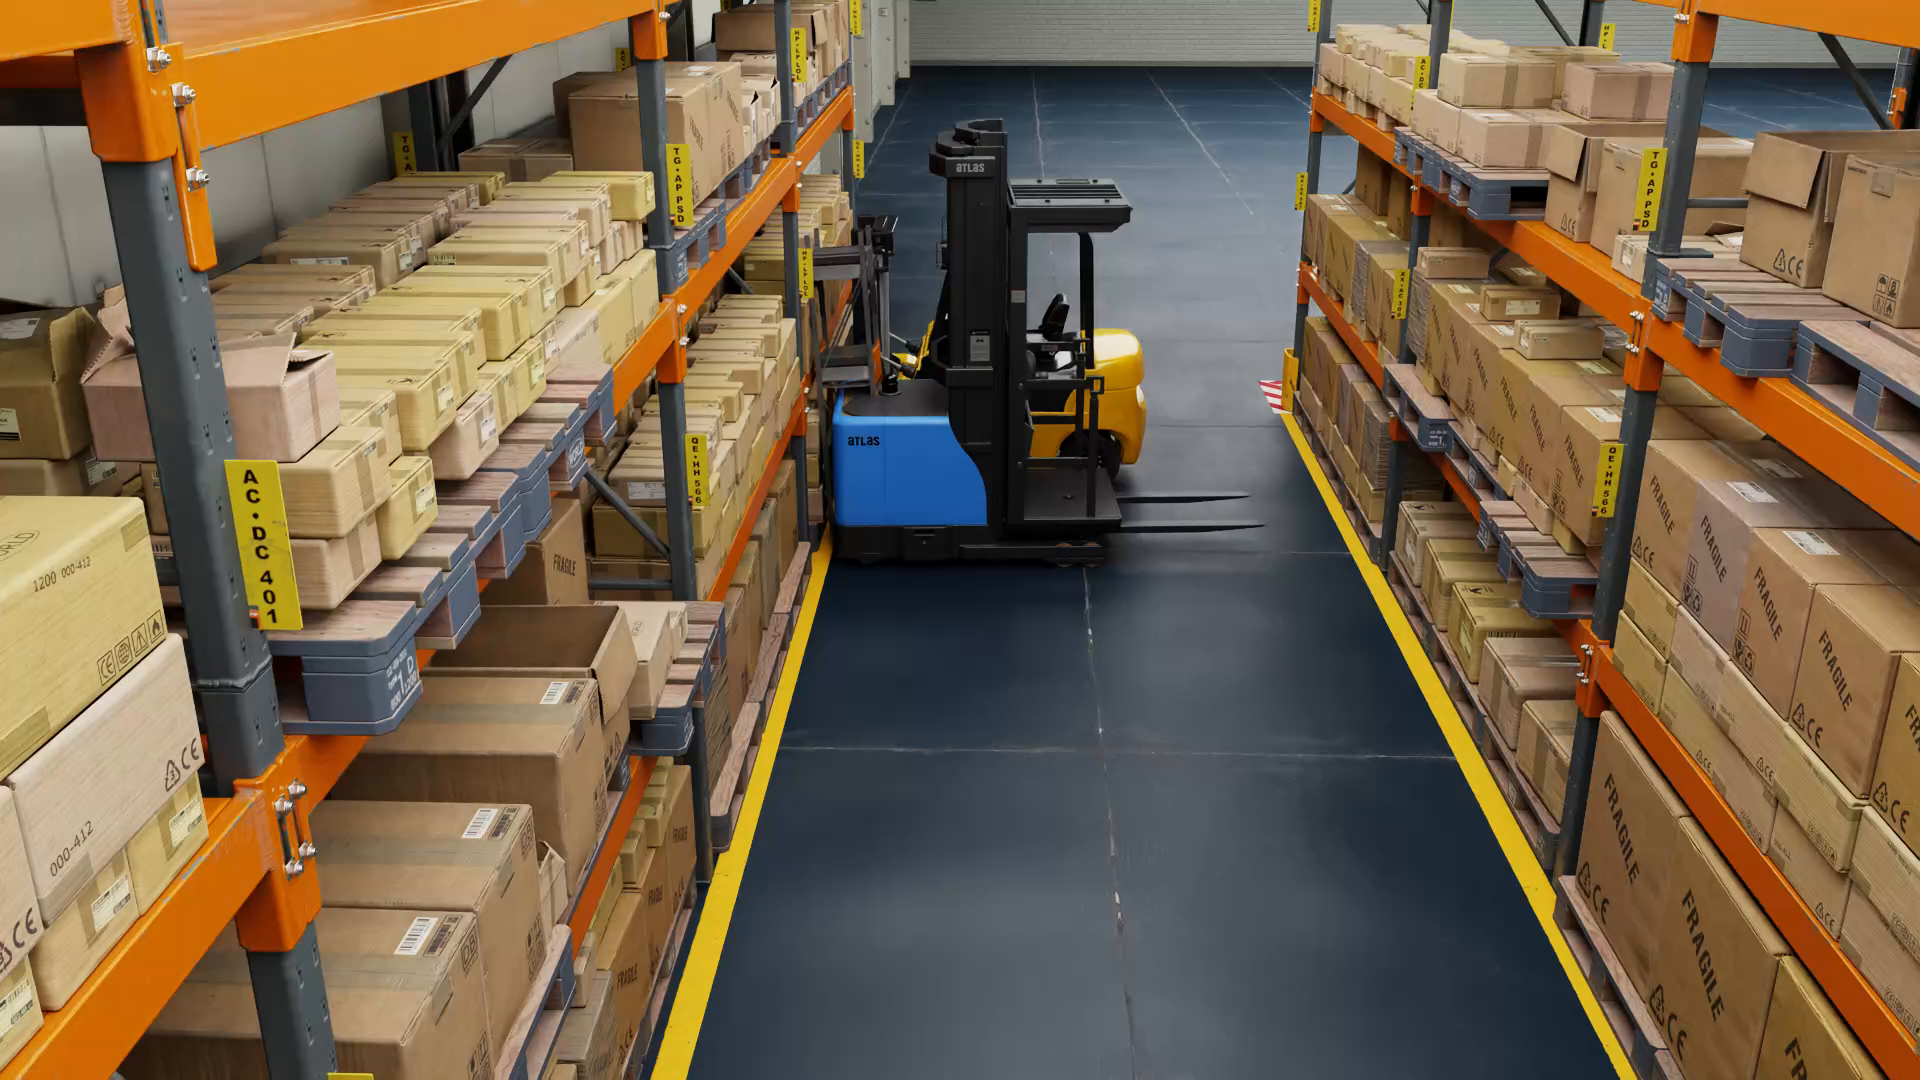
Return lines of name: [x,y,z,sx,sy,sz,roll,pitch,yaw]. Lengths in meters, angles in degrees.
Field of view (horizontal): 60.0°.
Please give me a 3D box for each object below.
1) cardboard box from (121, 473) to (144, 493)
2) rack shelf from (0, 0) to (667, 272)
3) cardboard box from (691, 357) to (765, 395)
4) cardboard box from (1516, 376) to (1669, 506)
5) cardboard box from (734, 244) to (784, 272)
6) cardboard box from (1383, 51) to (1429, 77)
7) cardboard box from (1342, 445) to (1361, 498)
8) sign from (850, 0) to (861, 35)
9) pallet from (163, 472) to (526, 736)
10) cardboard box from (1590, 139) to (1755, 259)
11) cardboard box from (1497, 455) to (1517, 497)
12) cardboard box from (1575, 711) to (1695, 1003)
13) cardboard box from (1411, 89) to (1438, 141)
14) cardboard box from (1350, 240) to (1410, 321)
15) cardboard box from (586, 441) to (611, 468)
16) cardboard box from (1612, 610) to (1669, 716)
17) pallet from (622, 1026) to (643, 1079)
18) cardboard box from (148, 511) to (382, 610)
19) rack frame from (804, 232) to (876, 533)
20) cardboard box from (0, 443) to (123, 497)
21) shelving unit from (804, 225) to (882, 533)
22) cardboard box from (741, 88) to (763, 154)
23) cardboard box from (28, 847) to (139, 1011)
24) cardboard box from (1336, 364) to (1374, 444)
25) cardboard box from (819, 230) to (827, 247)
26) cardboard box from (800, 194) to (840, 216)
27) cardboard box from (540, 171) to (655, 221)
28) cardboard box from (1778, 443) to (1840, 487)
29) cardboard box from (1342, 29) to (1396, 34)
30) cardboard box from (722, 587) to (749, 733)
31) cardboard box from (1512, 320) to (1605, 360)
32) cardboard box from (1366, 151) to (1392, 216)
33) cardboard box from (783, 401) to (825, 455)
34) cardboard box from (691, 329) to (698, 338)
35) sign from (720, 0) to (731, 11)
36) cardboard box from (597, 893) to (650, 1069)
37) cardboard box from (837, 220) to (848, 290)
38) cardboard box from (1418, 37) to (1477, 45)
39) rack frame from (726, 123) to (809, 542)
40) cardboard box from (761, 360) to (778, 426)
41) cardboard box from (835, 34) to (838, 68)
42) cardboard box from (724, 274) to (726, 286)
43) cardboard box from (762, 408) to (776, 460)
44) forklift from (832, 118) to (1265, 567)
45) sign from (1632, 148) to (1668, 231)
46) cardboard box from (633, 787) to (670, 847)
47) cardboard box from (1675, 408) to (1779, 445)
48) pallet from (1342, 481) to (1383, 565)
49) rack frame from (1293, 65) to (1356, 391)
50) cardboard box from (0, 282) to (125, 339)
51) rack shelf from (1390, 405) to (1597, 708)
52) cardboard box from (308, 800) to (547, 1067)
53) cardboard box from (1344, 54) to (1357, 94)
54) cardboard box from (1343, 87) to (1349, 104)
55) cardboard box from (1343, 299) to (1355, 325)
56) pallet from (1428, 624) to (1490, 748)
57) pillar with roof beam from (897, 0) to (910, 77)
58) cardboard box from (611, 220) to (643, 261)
cardboard box: [-1.875,-0.076,3.560,0.380,0.149,0.250,1,21,3]
rack shelf: [-1.737,-1.350,4.616,1.077,0.370,4.000,1,21,2]
cardboard box: [-1.282,-0.909,9.189,0.380,0.149,0.250,0,21,0]
cardboard box: [3.026,-0.481,7.991,0.500,0.500,0.500,0,21,1]
cardboard box: [-1.348,-1.940,11.436,0.380,0.149,0.250,1,21,2]
cardboard box: [3.104,-3.245,11.343,0.380,0.149,0.250,1,21,3]
cardboard box: [3.163,-0.515,12.429,0.500,0.250,0.500,0,21,0]
sign: [-0.891,-4.454,14.101,0.100,0.325,0.005,1,21,2]
pallet: [-1.707,0.102,3.732,1.213,0.211,1.003,1,21,2]
cardboard box: [3.325,-1.533,7.548,0.700,0.500,0.500,1,21,2]
cardboard box: [2.969,-0.325,8.486,0.380,0.149,0.250,1,21,3]
cardboard box: [3.182,1.298,6.893,0.875,0.875,0.875,0,21,1]
cardboard box: [2.989,-2.509,9.828,0.500,0.250,0.500,0,21,0]
cardboard box: [3.192,-1.914,12.266,0.500,0.500,0.500,1,21,3]
cardboard box: [-1.903,-0.456,8.023,0.380,0.149,0.250,1,21,2]
cardboard box: [3.019,0.499,6.804,0.500,0.250,0.500,0,21,1]
pallet: [-1.776,2.211,6.039,1.003,0.211,1.213,1,21,2]
cardboard box: [-1.391,0.021,3.311,0.380,0.149,0.250,1,21,2]
rack frame: [-0.790,-1.067,11.543,0.400,2.100,0.015,-3,16,4]
cardboard box: [-1.905,-0.124,3.273,0.380,0.149,0.250,0,21,1]
shelving unit: [-0.778,-1.134,11.778,0.431,2.100,0.503,-3,16,4]
cardboard box: [-1.356,-2.302,9.073,0.500,0.311,0.500,0,21,0]
cardboard box: [-1.524,0.588,2.567,0.380,0.149,0.250,1,21,1]
cardboard box: [3.185,-1.040,12.747,0.500,0.500,0.500,2,21,4]
cardboard box: [-1.215,-2.265,12.685,0.380,0.149,0.250,0,21,1]
cardboard box: [-1.169,-2.678,13.337,0.380,0.149,0.250,1,21,3]
cardboard box: [-1.391,-1.324,6.393,0.380,0.149,0.250,1,21,3]
cardboard box: [3.531,-0.068,6.537,0.500,0.500,0.500,0,21,0]
cardboard box: [3.253,-3.983,13.247,0.380,0.149,0.250,1,21,2]
cardboard box: [-1.631,0.651,8.906,0.875,0.625,0.625,1,21,3]
cardboard box: [3.054,-1.023,8.493,0.380,0.149,0.250,0,21,-1]
cardboard box: [3.709,-2.919,13.474,0.700,0.500,0.500,1,21,2]
cardboard box: [-1.226,-0.796,11.773,0.500,0.250,0.500,0,21,1]
cardboard box: [-1.826,-1.227,10.561,0.500,0.250,0.500,0,21,1]
sign: [-1.987,-4.542,14.124,0.100,0.325,0.005,1,21,2]
cardboard box: [-1.513,1.696,6.385,0.500,0.500,0.500,2,21,4]
cardboard box: [-1.210,-2.369,13.850,0.500,0.500,0.500,1,21,3]
cardboard box: [3.670,-3.706,12.532,0.380,0.149,0.250,0,21,0]
rack frame: [-1.554,-1.245,11.090,1.000,3.000,0.127,1,21,2]
cardboard box: [-1.343,-0.857,9.606,0.500,0.250,0.500,1,21,3]
cardboard box: [-1.162,-3.874,13.188,0.396,0.266,0.258,1,21,2]
cardboard box: [-1.828,-1.804,11.496,0.380,0.149,0.250,0,21,0]
cardboard box: [-1.363,-0.629,9.710,0.500,0.250,0.500,1,21,2]
forklift: [0.625,-1.371,11.511,3.031,2.935,1.130,0,21,-1]
sign: [2.743,-1.391,6.607,0.100,0.325,0.005,1,21,2]
cardboard box: [-1.415,1.149,6.899,0.380,0.149,0.250,0,21,-1]
cardboard box: [3.531,-0.286,7.490,0.500,0.500,0.500,0,21,0]
pallet: [3.392,-0.135,12.084,1.003,0.211,1.213,1,21,2]
rack frame: [3.529,-2.638,14.680,1.000,3.000,0.127,1,21,2]
cardboard box: [-1.882,-0.415,3.450,0.396,0.266,0.258,1,21,2]
rack shelf: [3.347,-0.133,9.219,1.077,0.370,4.000,1,21,2]
cardboard box: [-1.543,1.046,4.468,0.700,0.500,0.500,1,21,2]
cardboard box: [3.231,-3.557,12.699,0.500,0.250,0.500,1,21,3]
cardboard box: [3.251,-3.522,13.159,0.380,0.149,0.250,1,21,1]
cardboard box: [3.149,-1.747,12.732,0.380,0.149,0.250,1,21,2]
pallet: [3.351,0.832,9.592,1.003,0.211,1.213,1,21,2]
pillar with roof beam: [2.861,-16.046,40.942,9.100,9.000,0.400,1,21,2]
cardboard box: [-1.446,-1.182,6.438,0.380,0.149,0.250,1,21,3]
